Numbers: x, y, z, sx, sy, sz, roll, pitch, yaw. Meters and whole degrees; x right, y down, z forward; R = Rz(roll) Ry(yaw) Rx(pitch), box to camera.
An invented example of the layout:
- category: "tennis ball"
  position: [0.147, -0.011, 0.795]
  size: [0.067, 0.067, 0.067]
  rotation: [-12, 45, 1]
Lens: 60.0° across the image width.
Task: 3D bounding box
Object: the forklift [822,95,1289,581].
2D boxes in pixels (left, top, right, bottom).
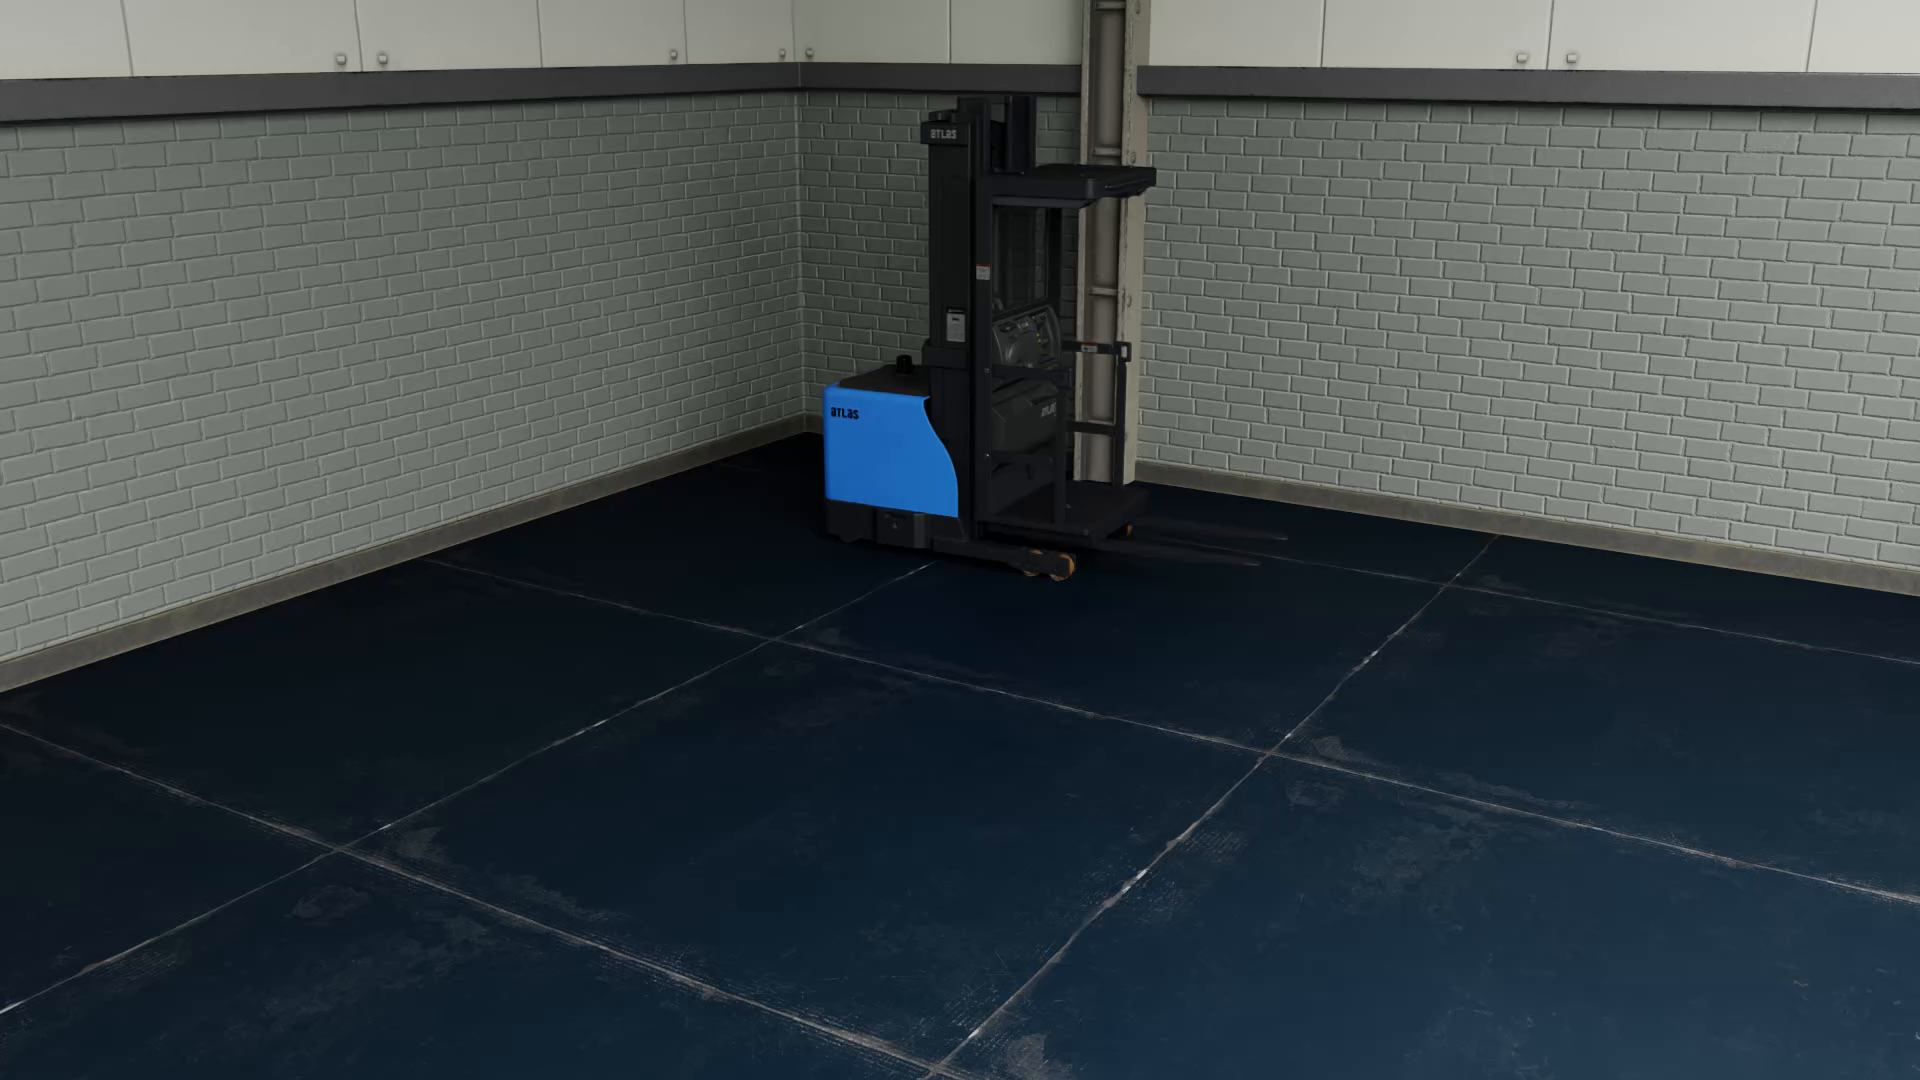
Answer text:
- category: "forklift"
  position: [0.616, -1.322, 10.690]
  size: [3.031, 2.935, 1.130]
  rotation: [8, 19, 26]

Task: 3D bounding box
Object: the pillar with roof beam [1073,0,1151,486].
- category: "pillar with roof beam"
  position: [-1.131, -3.705, 8.094]
  size: [0.400, 9.000, 9.100]
  rotation: [10, 20, 30]
